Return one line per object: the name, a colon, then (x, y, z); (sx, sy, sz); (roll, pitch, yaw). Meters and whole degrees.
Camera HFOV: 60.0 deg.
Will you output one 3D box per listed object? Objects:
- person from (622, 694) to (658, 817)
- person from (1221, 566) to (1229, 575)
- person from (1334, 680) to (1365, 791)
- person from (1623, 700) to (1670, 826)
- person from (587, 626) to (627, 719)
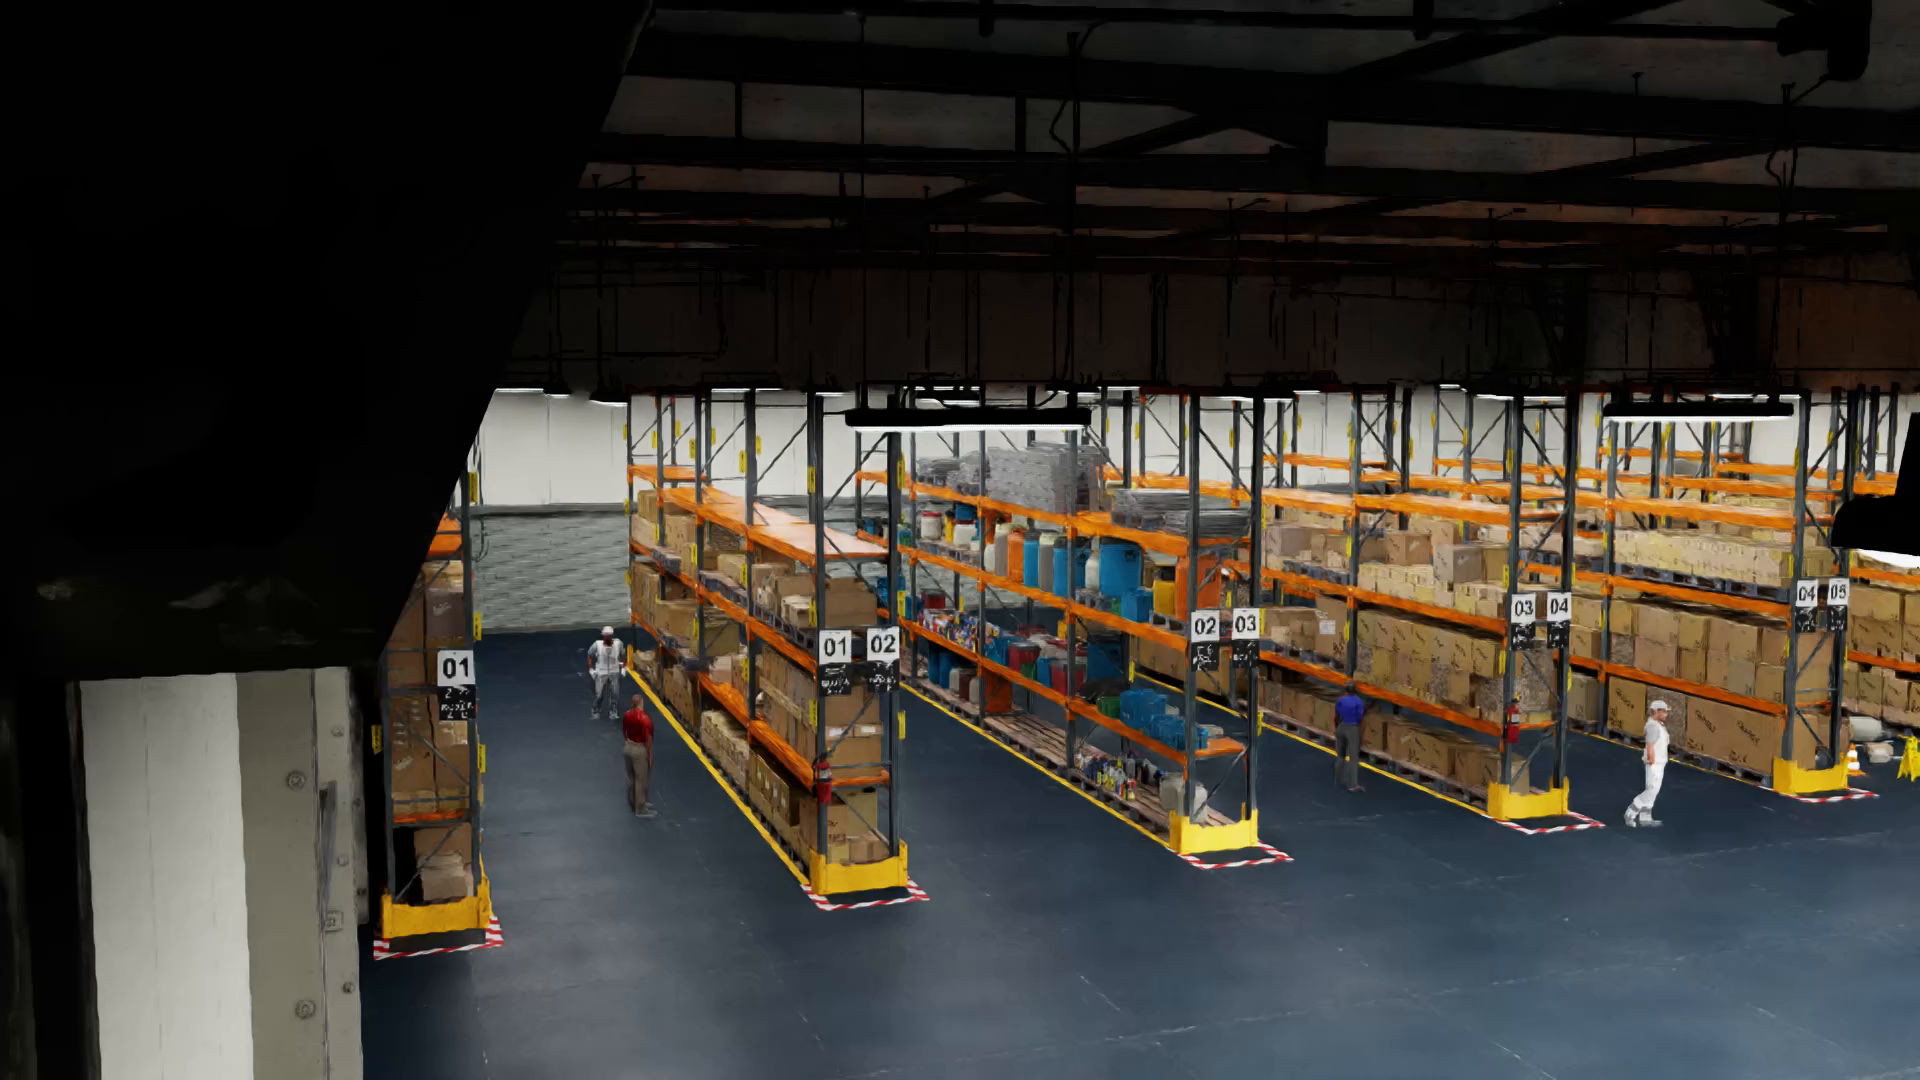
person: (-4.520, 3.026, 23.584); (0.593, 1.733, 0.457); (5, 8, 40)
person: (6.418, 1.291, 40.789); (0.602, 1.658, 0.400); (5, 8, 43)
person: (5.862, 2.917, 24.992); (0.507, 1.666, 0.414); (5, 8, 39)
person: (9.472, 3.082, 22.903); (0.531, 1.778, 0.726); (4, 7, 32)
person: (-6.349, 2.389, 29.929); (0.702, 1.734, 0.549); (-2, 6, -21)
